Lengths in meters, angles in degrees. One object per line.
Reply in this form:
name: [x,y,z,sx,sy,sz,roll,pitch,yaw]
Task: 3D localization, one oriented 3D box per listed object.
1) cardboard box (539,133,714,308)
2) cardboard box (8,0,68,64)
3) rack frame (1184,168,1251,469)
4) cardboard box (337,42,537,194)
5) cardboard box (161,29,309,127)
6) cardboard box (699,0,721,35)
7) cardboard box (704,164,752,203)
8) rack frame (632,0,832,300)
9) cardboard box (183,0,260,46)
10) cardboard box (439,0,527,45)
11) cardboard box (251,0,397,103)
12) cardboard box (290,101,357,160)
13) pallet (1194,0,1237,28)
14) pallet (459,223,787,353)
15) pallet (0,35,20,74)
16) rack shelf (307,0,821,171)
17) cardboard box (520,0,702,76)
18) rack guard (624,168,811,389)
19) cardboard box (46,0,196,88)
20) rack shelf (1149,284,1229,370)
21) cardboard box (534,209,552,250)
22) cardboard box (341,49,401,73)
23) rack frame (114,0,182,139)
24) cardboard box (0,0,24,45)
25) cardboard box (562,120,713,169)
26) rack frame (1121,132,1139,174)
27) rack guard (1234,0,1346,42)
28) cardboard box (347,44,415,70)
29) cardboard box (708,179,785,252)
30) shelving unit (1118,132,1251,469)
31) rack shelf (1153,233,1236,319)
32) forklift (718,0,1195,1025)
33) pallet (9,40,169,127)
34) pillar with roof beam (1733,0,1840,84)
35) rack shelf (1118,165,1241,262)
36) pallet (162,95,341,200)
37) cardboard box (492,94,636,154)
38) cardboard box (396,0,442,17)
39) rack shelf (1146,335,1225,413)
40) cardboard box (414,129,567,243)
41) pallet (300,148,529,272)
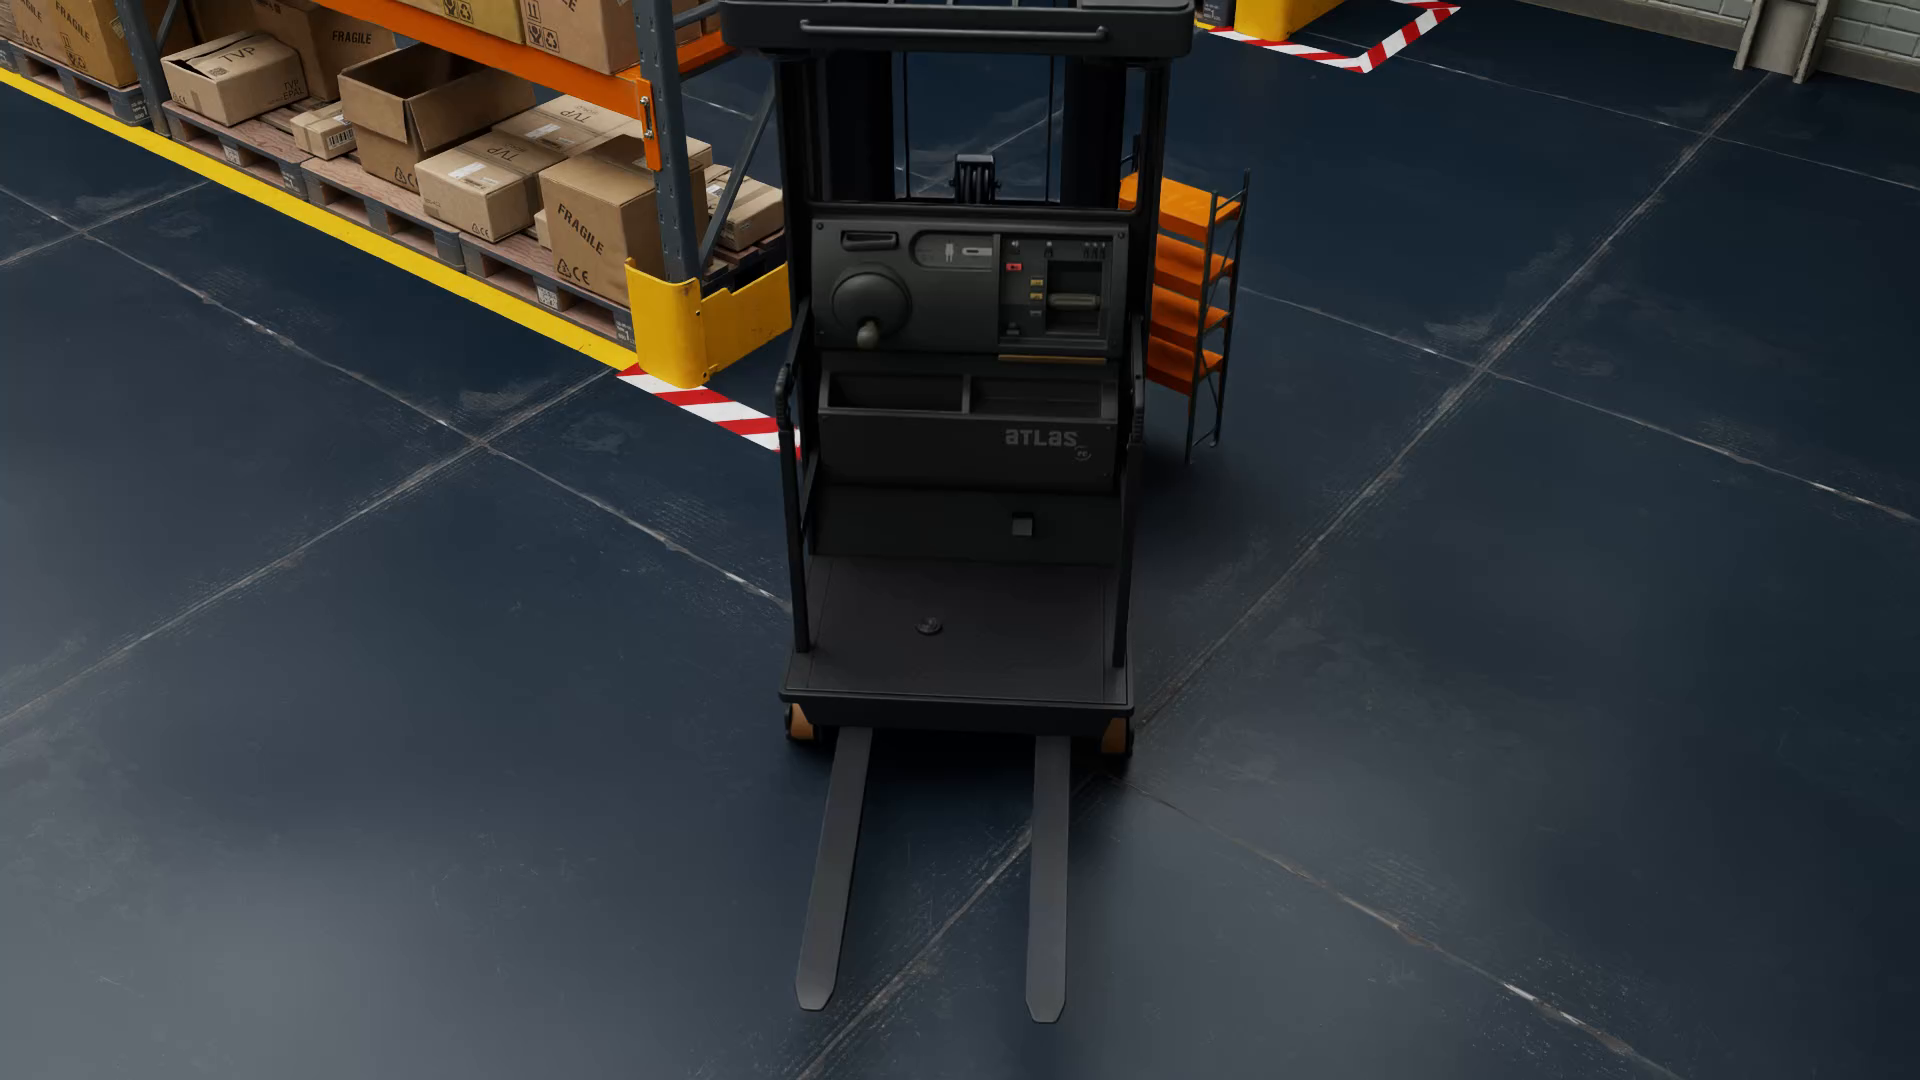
cardboard box: [-1.450,-1.400,7.276,0.500,0.500,0.500,25,45,29]
cardboard box: [-5.000,-3.049,9.382,0.500,0.500,0.500,25,45,29]
rack frame: [0.972,-0.816,6.318,0.015,1.200,0.240,27,45,30]
cardboard box: [-2.551,-2.115,8.187,0.637,0.503,0.797,25,45,29]
cardboard box: [-3.844,-2.478,8.805,0.500,0.311,0.500,25,45,29]
cardboard box: [-1.061,-2.463,6.881,0.500,0.500,0.500,26,45,29]
cardboard box: [-1.191,-1.604,7.807,0.250,0.166,0.380,25,45,29]
rack frame: [-0.869,-2.128,6.535,0.127,3.000,1.000,25,45,29]
cardboard box: [-4.282,-3.116,9.467,0.500,0.500,0.500,23,44,27]
cardboard box: [-1.804,-2.394,6.794,0.500,0.500,0.500,26,45,29]
cardboard box: [-3.421,-2.741,8.988,0.500,0.500,0.500,25,45,29]
cardboard box: [-3.151,-2.102,8.442,0.250,0.166,0.380,25,45,29]
pallet: [1.455,-3.718,10.828,1.213,0.211,1.003,25,45,29]
pallet: [-1.563,-1.357,7.812,1.213,0.211,1.003,25,45,29]
pallet: [-5.688,-3.271,10.257,1.213,0.211,1.003,25,45,29]
rack shelf: [-2.457,-2.594,7.713,4.000,0.370,1.077,25,45,29]
cardboard box: [-1.390,-2.202,6.548,0.500,0.500,0.500,27,45,30]
rack guard: [-0.929,-1.172,7.342,0.348,0.500,1.175,25,45,29]
cardboard box: [-4.612,-2.860,9.140,0.500,0.500,0.500,25,44,28]
rack shelf: [0.783,-0.858,6.481,0.480,0.148,0.258,27,45,30]
cardboard box: [-1.717,-1.464,7.629,0.250,0.166,0.380,25,45,29]
cardboard box: [-3.087,-2.491,8.954,0.250,0.149,0.380,25,45,29]
rack frame: [-4.046,-3.626,8.448,0.127,3.000,1.000,25,45,29]
cardboard box: [-5.398,-3.237,9.622,0.500,0.500,0.500,26,45,29]
cardboard box: [-1.526,-1.748,7.924,0.500,0.250,0.500,25,45,29]
rack frame: [0.593,-1.005,6.561,0.015,1.200,0.240,27,45,30]
rack guard: [2.157,-3.562,10.394,0.348,0.500,1.175,25,45,29]
cardboard box: [-2.825,-2.385,8.688,0.500,0.311,0.500,25,45,29]
cardboard box: [-0.993,-1.504,7.693,0.250,0.149,0.380,25,45,29]
shelving unit: [0.783,-0.911,6.440,0.503,1.200,0.258,27,45,30]
rack shelf: [0.783,-1.034,6.343,0.480,0.148,0.258,27,45,30]
forklift: [0.015,-0.675,4.734,1.130,2.935,3.031,2,38,3]
pallet: [-4.715,-2.814,9.673,1.213,0.211,1.003,25,45,29]
pillar with roof beam: [2.192,-4.222,4.342,0.400,9.000,9.100,25,45,29]
rack shelf: [0.783,-1.220,6.197,0.480,0.148,0.258,27,45,30]
pallet: [-3.501,-2.270,8.979,1.213,0.211,1.003,25,45,29]
cardboard box: [-1.923,-1.936,8.163,0.500,0.250,0.500,25,45,29]
cardboard box: [-2.197,-2.584,7.036,0.500,0.500,0.500,26,45,29]
rack shelf: [0.783,-0.701,6.604,0.480,0.148,0.258,27,45,30]
cardboard box: [-2.187,-1.672,7.826,0.500,0.250,0.500,25,45,29]
pallet: [-2.528,-1.814,8.396,1.213,0.211,1.003,25,45,29]
